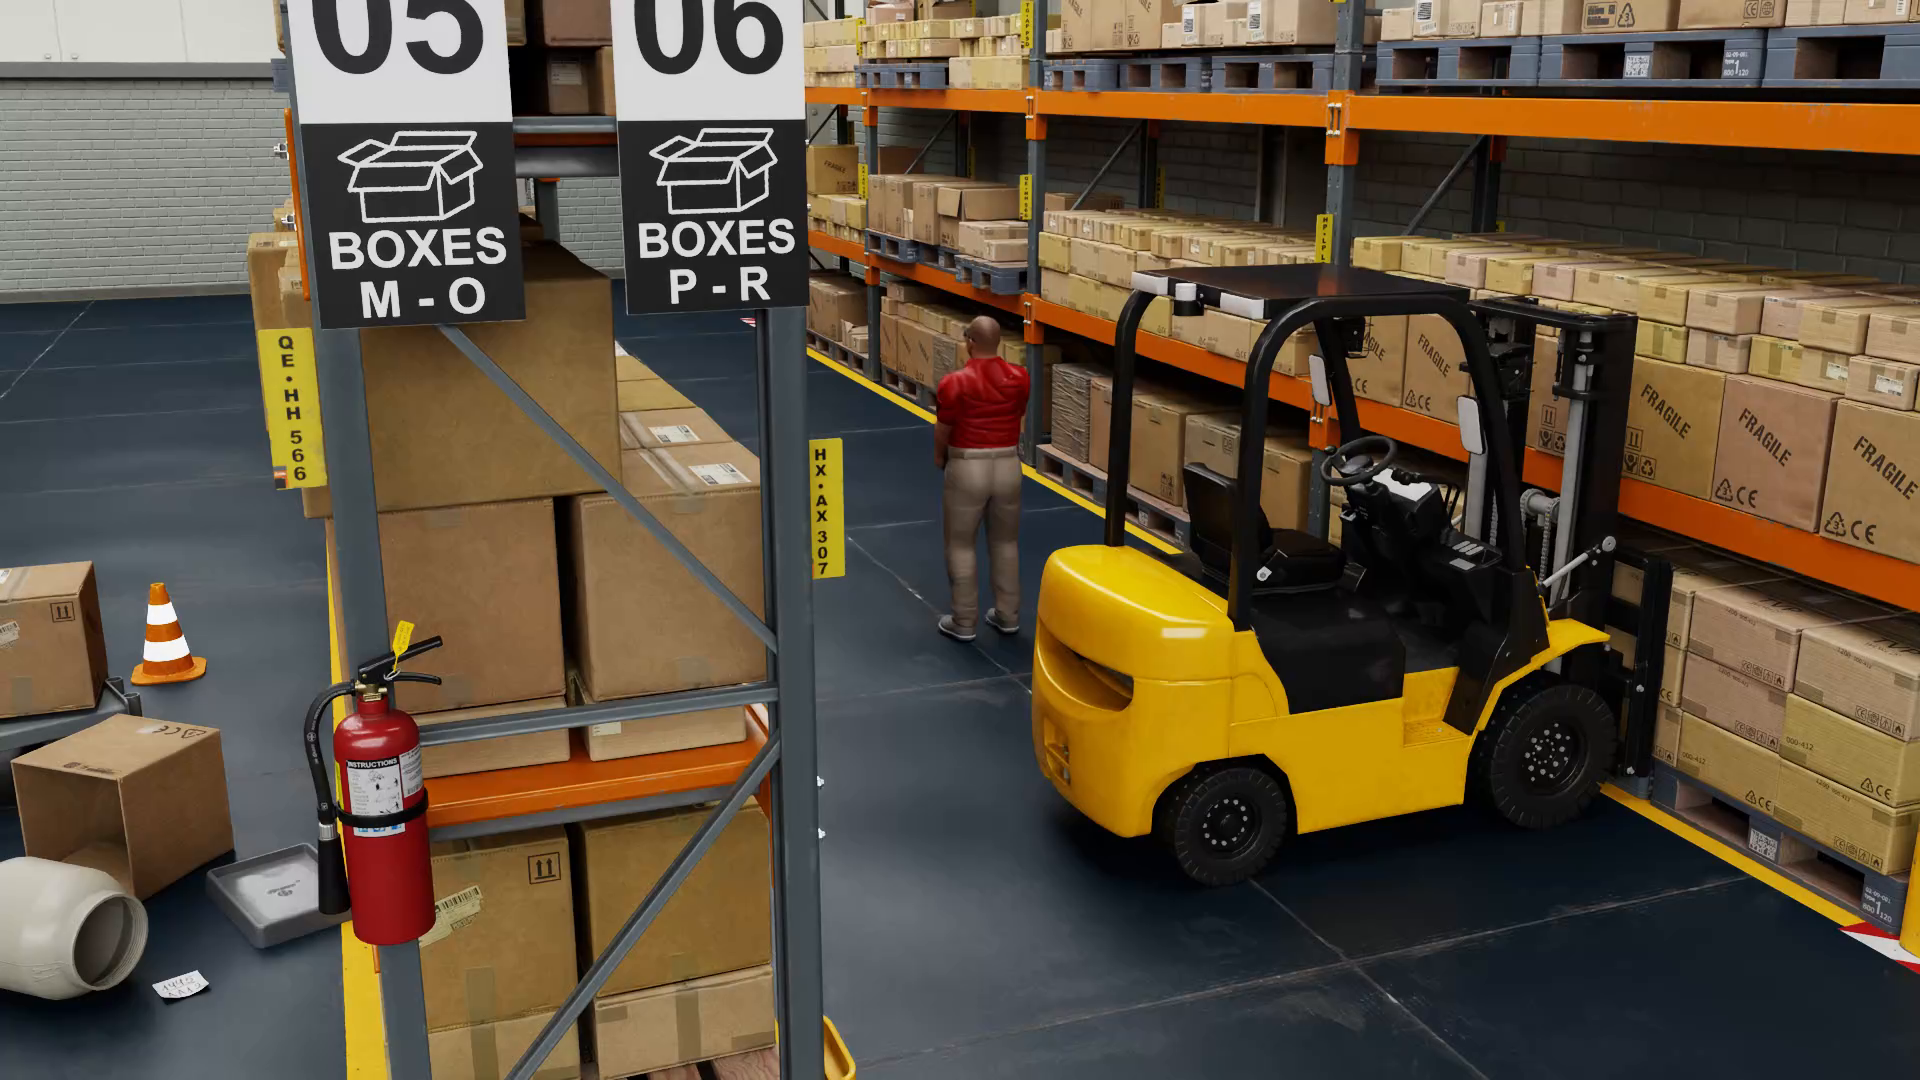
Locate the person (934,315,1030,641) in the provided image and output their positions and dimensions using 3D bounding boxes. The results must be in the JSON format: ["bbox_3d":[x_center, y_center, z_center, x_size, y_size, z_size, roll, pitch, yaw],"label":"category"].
[{"bbox_3d":[0.076,-0.344,8.798,0.503,1.725,0.525,-6,17,-20],"label":"person"}]
